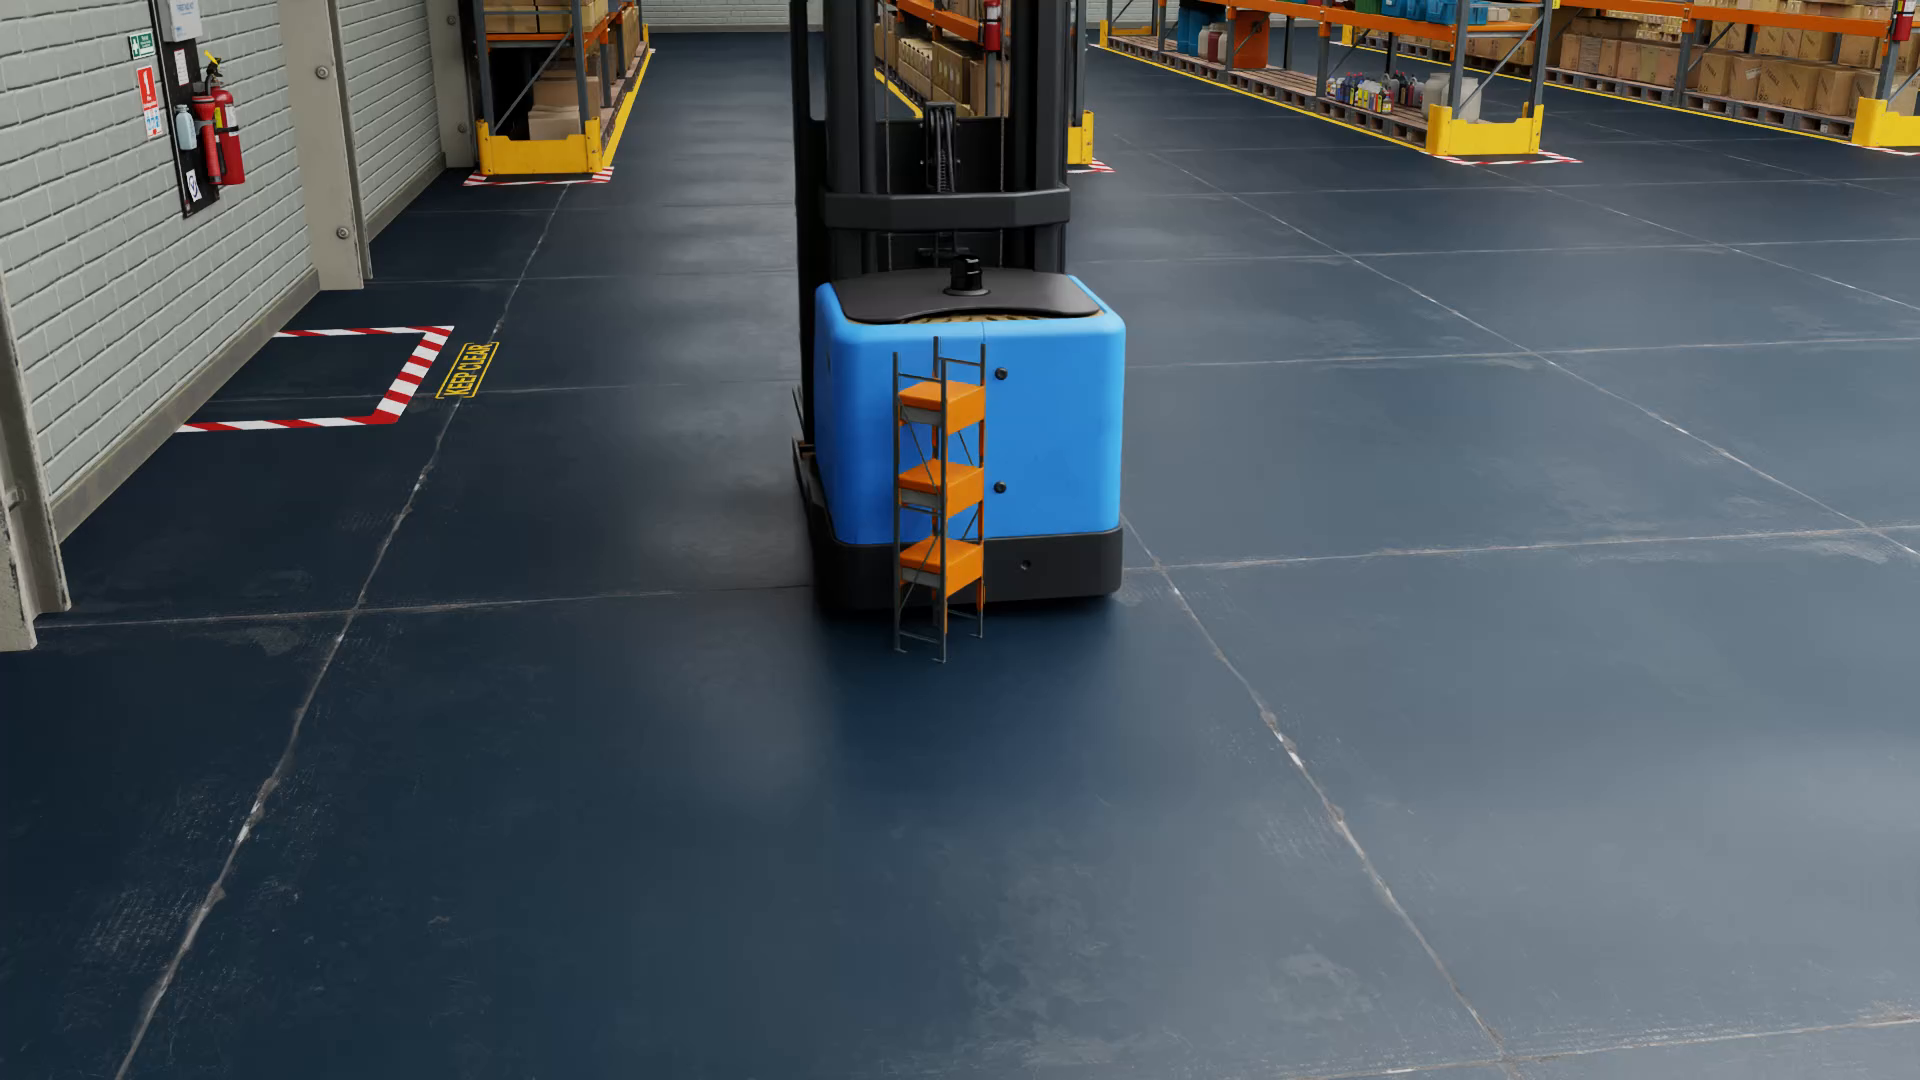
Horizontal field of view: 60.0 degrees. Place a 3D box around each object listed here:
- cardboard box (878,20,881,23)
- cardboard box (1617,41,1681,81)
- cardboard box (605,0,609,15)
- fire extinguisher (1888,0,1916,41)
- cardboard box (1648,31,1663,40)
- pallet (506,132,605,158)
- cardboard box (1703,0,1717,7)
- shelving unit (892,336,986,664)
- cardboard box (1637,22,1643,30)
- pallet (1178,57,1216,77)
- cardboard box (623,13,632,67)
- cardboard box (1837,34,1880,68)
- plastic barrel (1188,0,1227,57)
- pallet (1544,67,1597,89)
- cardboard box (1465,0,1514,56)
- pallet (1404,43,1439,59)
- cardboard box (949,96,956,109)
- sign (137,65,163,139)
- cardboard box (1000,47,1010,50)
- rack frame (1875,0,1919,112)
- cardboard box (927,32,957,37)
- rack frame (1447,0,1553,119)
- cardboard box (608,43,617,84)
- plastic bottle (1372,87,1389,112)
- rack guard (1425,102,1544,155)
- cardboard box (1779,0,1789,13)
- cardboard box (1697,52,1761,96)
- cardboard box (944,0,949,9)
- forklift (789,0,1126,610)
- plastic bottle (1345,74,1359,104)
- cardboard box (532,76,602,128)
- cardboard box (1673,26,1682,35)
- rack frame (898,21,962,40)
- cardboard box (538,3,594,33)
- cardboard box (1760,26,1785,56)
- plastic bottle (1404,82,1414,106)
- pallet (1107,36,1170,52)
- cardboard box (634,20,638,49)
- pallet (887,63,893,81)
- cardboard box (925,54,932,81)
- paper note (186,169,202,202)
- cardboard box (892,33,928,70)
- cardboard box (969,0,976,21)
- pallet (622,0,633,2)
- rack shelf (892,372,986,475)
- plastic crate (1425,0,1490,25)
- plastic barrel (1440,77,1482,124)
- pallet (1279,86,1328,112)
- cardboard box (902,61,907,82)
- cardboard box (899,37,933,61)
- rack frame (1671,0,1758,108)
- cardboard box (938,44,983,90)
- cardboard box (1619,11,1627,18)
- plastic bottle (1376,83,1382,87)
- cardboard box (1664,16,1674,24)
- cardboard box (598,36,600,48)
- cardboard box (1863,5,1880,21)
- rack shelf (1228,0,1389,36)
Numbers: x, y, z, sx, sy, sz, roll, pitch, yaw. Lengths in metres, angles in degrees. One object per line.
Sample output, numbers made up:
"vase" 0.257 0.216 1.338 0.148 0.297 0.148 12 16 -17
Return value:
"cardboard box" -1.333 -8.670 28.586 0.500 0.500 0.500 -3 21 -8
"cardboard box" 9.788 -6.789 23.550 0.700 0.500 0.500 -5 21 -12
"cardboard box" -4.350 -6.221 19.272 0.500 0.250 0.500 -3 21 -8
"fire extinguisher" 10.124 -5.696 17.791 0.296 0.674 0.183 -3 21 -8
"cardboard box" 13.213 -9.504 31.349 0.380 0.149 0.250 -3 21 -8
"pallet" -4.235 -4.049 17.256 1.003 0.211 1.213 -3 21 -8
"cardboard box" 9.743 -6.886 21.225 0.380 0.149 0.250 -3 21 -8
"shelving unit" -0.069 -0.130 5.561 0.215 1.050 0.252 13 24 29
"cardboard box" 13.249 -9.906 32.000 0.380 0.149 0.250 -2 21 -5
"pallet" 4.181 -7.702 27.035 1.003 0.211 1.213 -3 21 -8
"cardboard box" -5.391 -7.570 25.171 0.750 0.750 0.750 -3 21 -8
"cardboard box" 14.331 -7.708 25.682 1.050 0.750 0.750 -3 21 -8
"plastic barrel" 4.096 -8.480 27.532 0.600 0.901 0.708 -3 21 -8
"pallet" 9.521 -6.988 25.126 1.003 0.211 1.213 -3 21 -8
"cardboard box" 9.075 -8.622 27.950 1.225 0.875 0.875 -4 21 -10
"pallet" 8.801 -8.911 30.274 1.003 0.211 1.213 -3 21 -8
"cardboard box" 0.162 -4.895 18.866 0.500 0.250 0.500 -3 21 -8
"sign" -3.938 -2.130 8.081 0.001 0.329 0.234 -3 21 -8
"cardboard box" 0.603 -5.446 19.268 0.500 0.500 0.500 -3 21 -8
"rack frame" 10.563 -5.796 17.946 1.000 3.000 0.127 -3 21 -8
"cardboard box" -0.257 -7.455 25.334 0.500 0.500 0.500 -4 21 -10
"rack frame" 5.662 -5.546 17.277 1.000 3.000 0.127 -3 21 -8
"cardboard box" -5.140 -6.604 23.056 0.700 0.500 0.500 -3 21 -7
"plastic bottle" 4.954 -5.178 19.558 0.152 0.276 0.135 -3 21 -7
"rack guard" 5.604 -4.399 17.779 1.175 0.500 0.348 -3 21 -8
"cardboard box" 10.030 -6.370 19.844 0.380 0.149 0.250 -3 21 -8
"cardboard box" 10.004 -6.066 21.642 0.500 0.500 0.500 -4 21 -9
"cardboard box" 0.069 -6.780 20.797 0.500 0.250 0.500 -2 21 -4
"forklift" -0.153 -1.606 6.827 1.130 2.935 3.031 -3 21 -8
"plastic bottle" 4.818 -5.530 20.393 0.144 0.351 0.185 -4 21 -10
"cardboard box" -4.291 -4.779 18.169 0.700 0.500 0.500 -4 21 -11
"cardboard box" 13.345 -9.352 30.518 0.380 0.149 0.250 -4 21 -10
"rack frame" -0.394 -8.067 24.028 1.000 3.000 0.127 -3 21 -8
"cardboard box" -3.898 -5.170 16.458 0.500 0.250 0.500 -4 21 -9
"cardboard box" 13.816 -8.383 27.847 0.500 0.500 0.500 -4 21 -10
"plastic bottle" 5.452 -5.416 20.182 0.061 0.283 0.133 -3 21 -8
"pallet" 3.436 -9.492 31.828 1.003 0.211 1.213 -3 21 -8
"cardboard box" -6.019 -8.843 29.077 0.700 0.500 0.500 -2 21 -6
"pallet" -0.636 -7.443 26.342 1.003 0.211 1.213 -3 21 -8
"cardboard box" -0.159 -5.979 20.966 0.500 0.311 0.500 -3 21 -8
"paper note" -3.958 -1.832 8.594 0.016 0.148 0.142 -3 21 -8
"cardboard box" -0.761 -7.414 25.224 0.500 0.500 0.500 -2 21 -6
"cardboard box" 0.479 -6.042 18.464 0.700 0.500 0.500 -2 21 -6
"pallet" -5.087 -7.485 22.743 1.213 0.211 1.003 -3 21 -8
"rack shelf" -0.067 -0.386 5.464 0.215 0.259 0.240 13 24 29
"plastic crate" 5.294 -5.634 17.727 0.499 0.251 0.616 -3 21 -8
"plastic barrel" 5.491 -4.801 18.239 0.421 0.512 0.421 0 20 0
"pallet" 4.934 -5.894 22.196 1.003 0.211 1.213 -3 21 -8
"cardboard box" -0.535 -6.606 23.445 0.500 0.250 0.500 -3 21 -9
"cardboard box" -0.609 -7.042 23.812 0.500 0.311 0.500 -2 21 -6
"rack frame" 9.986 -7.180 21.654 1.000 3.000 0.127 -3 21 -8
"cardboard box" 0.020 -5.593 19.662 0.500 0.500 0.500 -3 21 -8
"cardboard box" 13.105 -10.227 32.435 0.380 0.149 0.250 -4 21 -10
"plastic bottle" 5.022 -5.364 20.055 0.152 0.276 0.135 -3 21 -8
"cardboard box" 13.368 -9.682 30.975 0.380 0.149 0.250 -2 21 -6
"cardboard box" -5.119 -6.755 22.388 0.500 0.250 0.500 -3 21 -7
"cardboard box" 10.282 -5.853 18.458 0.380 0.149 0.250 -3 21 -8
"rack shelf" 4.797 -7.286 22.965 1.077 0.370 4.000 -3 21 -8
